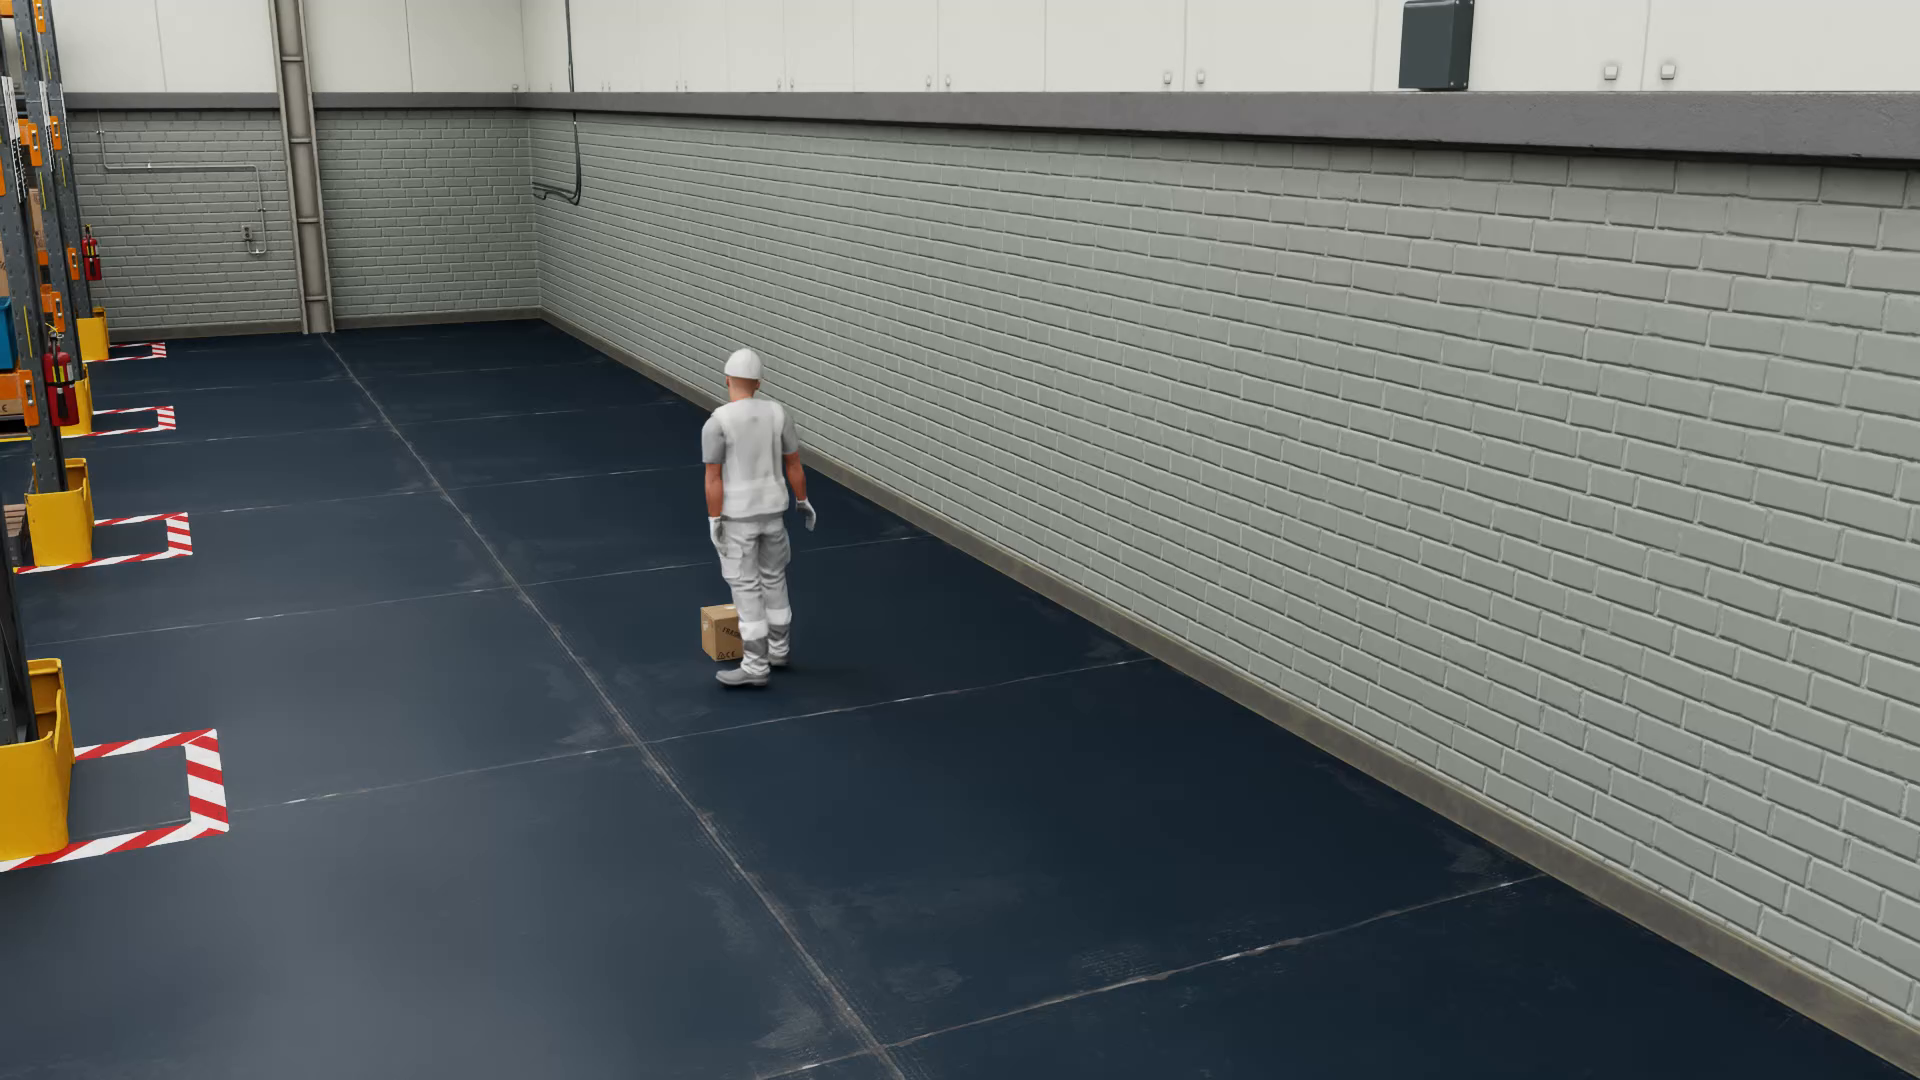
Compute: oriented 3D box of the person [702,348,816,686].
[{"bbox_3d":[-1.107,-0.144,8.929,0.657,1.789,0.506,-11,18,-34],"label":"person"}]
